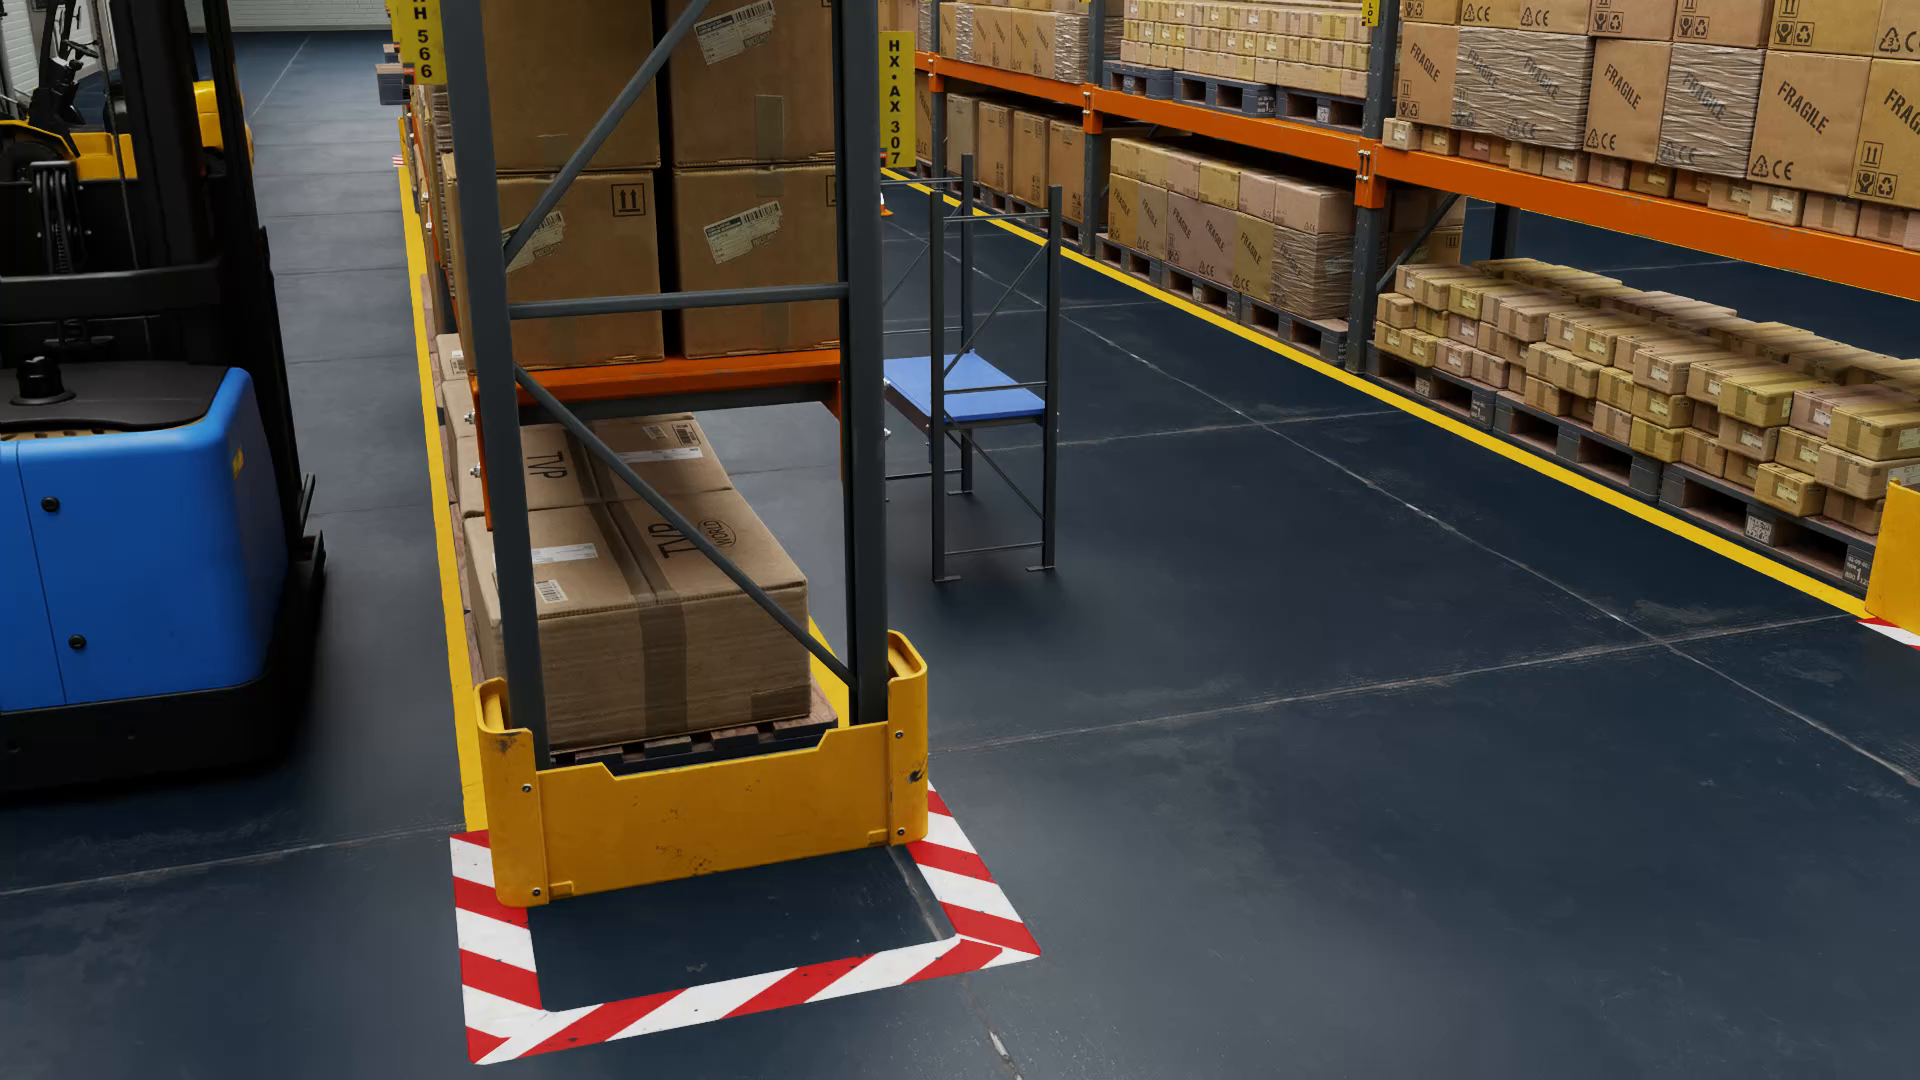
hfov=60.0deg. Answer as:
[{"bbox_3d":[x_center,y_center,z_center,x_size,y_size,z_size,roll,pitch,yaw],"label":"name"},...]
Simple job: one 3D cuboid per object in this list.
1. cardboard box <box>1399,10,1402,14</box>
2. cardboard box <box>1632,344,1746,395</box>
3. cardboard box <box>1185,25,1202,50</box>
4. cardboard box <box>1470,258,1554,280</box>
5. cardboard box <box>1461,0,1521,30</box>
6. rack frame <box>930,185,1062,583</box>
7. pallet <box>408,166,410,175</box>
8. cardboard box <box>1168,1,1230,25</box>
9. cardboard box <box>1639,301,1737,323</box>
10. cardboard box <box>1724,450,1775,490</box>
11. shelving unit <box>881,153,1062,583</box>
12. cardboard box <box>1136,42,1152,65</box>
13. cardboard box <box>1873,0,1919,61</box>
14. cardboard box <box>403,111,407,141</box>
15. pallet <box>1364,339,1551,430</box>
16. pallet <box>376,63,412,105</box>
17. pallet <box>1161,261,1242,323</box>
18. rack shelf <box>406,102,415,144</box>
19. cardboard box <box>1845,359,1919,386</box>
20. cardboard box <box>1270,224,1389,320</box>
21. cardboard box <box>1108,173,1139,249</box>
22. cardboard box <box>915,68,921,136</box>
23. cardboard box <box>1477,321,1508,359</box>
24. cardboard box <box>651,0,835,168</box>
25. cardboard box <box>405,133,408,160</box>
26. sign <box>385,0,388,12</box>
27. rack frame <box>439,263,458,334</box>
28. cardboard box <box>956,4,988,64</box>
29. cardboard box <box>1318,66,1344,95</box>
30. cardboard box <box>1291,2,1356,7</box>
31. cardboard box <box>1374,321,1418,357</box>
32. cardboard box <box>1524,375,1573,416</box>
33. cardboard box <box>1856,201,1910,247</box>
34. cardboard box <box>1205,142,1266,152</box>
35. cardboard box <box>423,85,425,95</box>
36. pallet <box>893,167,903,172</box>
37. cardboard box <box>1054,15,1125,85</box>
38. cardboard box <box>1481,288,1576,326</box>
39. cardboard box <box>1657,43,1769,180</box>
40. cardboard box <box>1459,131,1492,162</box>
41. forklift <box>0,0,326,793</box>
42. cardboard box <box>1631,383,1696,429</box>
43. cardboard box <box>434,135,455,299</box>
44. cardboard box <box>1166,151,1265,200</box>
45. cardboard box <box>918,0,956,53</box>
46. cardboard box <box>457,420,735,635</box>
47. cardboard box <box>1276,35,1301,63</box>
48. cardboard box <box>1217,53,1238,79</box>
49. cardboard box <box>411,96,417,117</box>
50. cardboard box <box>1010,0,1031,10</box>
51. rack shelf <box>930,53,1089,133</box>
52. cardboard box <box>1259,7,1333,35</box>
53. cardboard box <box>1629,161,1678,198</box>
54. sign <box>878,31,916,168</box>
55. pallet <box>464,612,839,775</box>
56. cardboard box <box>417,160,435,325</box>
[{"bbox_3d":[2.864,-3.131,10.068,0.380,0.149,0.250,-6,21,-17],"label":"cardboard box"},{"bbox_3d":[3.188,-0.747,7.275,0.380,0.149,0.250,-6,21,-15],"label":"cardboard box"},{"bbox_3d":[1.758,-3.419,11.308,0.380,0.149,0.250,-6,21,-17],"label":"cardboard box"},{"bbox_3d":[3.081,-1.475,9.301,0.380,0.149,0.250,-6,21,-16],"label":"cardboard box"},{"bbox_3d":[2.810,-2.748,8.062,0.500,0.500,0.500,-7,21,-19],"label":"cardboard box"},{"bbox_3d":[0.133,-0.570,6.285,0.500,1.500,0.032,-6,21,-17],"label":"rack frame"},{"bbox_3d":[-5.471,-4.117,18.065,1.003,0.211,1.213,-6,21,-17],"label":"pallet"},{"bbox_3d":[1.669,-3.649,11.509,0.380,0.149,0.250,-7,21,-19],"label":"cardboard box"},{"bbox_3d":[3.561,-1.064,8.157,0.380,0.149,0.250,-7,21,-19],"label":"cardboard box"},{"bbox_3d":[3.438,-0.310,6.939,0.380,0.149,0.250,-6,21,-17],"label":"cardboard box"},{"bbox_3d":[-0.027,-0.733,6.739,0.538,1.500,1.048,-6,21,-17],"label":"shelving unit"},{"bbox_3d":[1.498,-3.537,12.078,0.380,0.149,0.250,-5,20,-15],"label":"cardboard box"},{"bbox_3d":[3.600,-1.920,5.757,0.500,0.500,0.500,-7,21,-18],"label":"cardboard box"},{"bbox_3d":[-5.399,-4.349,16.925,0.500,0.500,0.500,-6,21,-16],"label":"cardboard box"},{"bbox_3d":[2.967,-0.901,9.113,1.003,0.211,1.213,-6,21,-17],"label":"pallet"},{"bbox_3d":[-3.527,-3.278,11.888,1.213,0.211,1.003,-6,21,-17],"label":"pallet"},{"bbox_3d":[2.089,-1.755,11.490,1.003,0.211,1.213,-6,21,-17],"label":"pallet"},{"bbox_3d":[-3.831,-3.454,13.159,1.077,0.370,4.000,-6,21,-17],"label":"rack shelf"},{"bbox_3d":[3.979,-0.652,7.010,0.380,0.149,0.250,-6,21,-17],"label":"cardboard box"},{"bbox_3d":[2.251,-1.657,10.170,0.500,0.500,0.500,-7,21,-18],"label":"cardboard box"},{"bbox_3d":[1.445,-2.476,12.449,0.500,0.500,0.500,-7,21,-20],"label":"cardboard box"},{"bbox_3d":[-0.210,-4.688,18.054,0.875,0.875,0.875,-6,21,-17],"label":"cardboard box"},{"bbox_3d":[2.890,-1.038,8.525,0.380,0.149,0.250,-7,21,-20],"label":"cardboard box"},{"bbox_3d":[-0.568,-1.285,4.430,0.500,0.500,0.500,-7,21,-18],"label":"cardboard box"},{"bbox_3d":[-5.573,-4.169,17.531,0.500,0.250,0.500,-6,21,-15],"label":"cardboard box"},{"bbox_3d":[-4.972,-4.782,14.511,0.100,0.325,0.005,-6,21,-17],"label":"sign"},{"bbox_3d":[-1.945,-1.867,7.677,1.000,3.000,0.127,-6,21,-17],"label":"rack frame"},{"bbox_3d":[0.277,-4.680,15.362,0.500,0.500,0.500,-6,21,-17],"label":"cardboard box"},{"bbox_3d":[2.327,-2.694,9.731,0.380,0.149,0.250,-6,21,-17],"label":"cardboard box"},{"bbox_3d":[2.459,-3.545,11.218,0.380,0.149,0.250,-5,20,-15],"label":"cardboard box"},{"bbox_3d":[2.532,-1.130,9.222,0.380,0.149,0.250,-7,21,-20],"label":"cardboard box"},{"bbox_3d":[2.978,-0.718,8.075,0.380,0.149,0.250,-7,21,-19],"label":"cardboard box"},{"bbox_3d":[3.566,-1.182,6.141,0.380,0.149,0.250,-6,21,-17],"label":"cardboard box"},{"bbox_3d":[2.098,-2.731,12.049,0.500,0.250,0.500,-6,21,-16],"label":"cardboard box"},{"bbox_3d":[-1.722,-1.878,6.080,0.500,0.500,0.500,-6,21,-16],"label":"cardboard box"},{"bbox_3d":[-0.344,-4.325,18.645,1.003,0.211,1.213,-6,21,-17],"label":"pallet"},{"bbox_3d":[1.069,-3.872,13.111,0.500,0.500,0.500,-6,21,-17],"label":"cardboard box"},{"bbox_3d":[2.894,-1.177,8.472,0.380,0.149,0.250,-7,21,-19],"label":"cardboard box"},{"bbox_3d":[3.269,-1.773,6.828,0.500,0.500,0.500,-6,21,-17],"label":"cardboard box"},{"bbox_3d":[2.786,-2.026,8.493,0.380,0.149,0.250,-7,21,-20],"label":"cardboard box"},{"bbox_3d":[-2.951,-1.106,5.660,1.130,2.935,3.031,-6,21,-16],"label":"forklift"},{"bbox_3d":[3.203,-0.608,7.328,0.380,0.149,0.250,-6,21,-16],"label":"cardboard box"},{"bbox_3d":[-1.405,-1.084,5.349,0.500,0.500,0.500,-6,21,-16],"label":"cardboard box"},{"bbox_3d":[1.755,-2.513,11.443,0.500,0.250,0.500,-6,21,-17],"label":"cardboard box"},{"bbox_3d":[0.081,-5.180,16.680,0.875,0.550,0.550,-6,21,-17],"label":"cardboard box"},{"bbox_3d":[-1.286,-0.069,5.841,0.875,0.438,0.875,-6,21,-16],"label":"cardboard box"},{"bbox_3d":[2.160,-3.003,10.150,0.380,0.149,0.250,-7,21,-19],"label":"cardboard box"},{"bbox_3d":[1.913,-3.114,10.900,0.380,0.149,0.250,-7,21,-19],"label":"cardboard box"},{"bbox_3d":[-3.287,-2.896,10.764,0.500,0.250,0.500,-7,21,-18],"label":"cardboard box"},{"bbox_3d":[0.849,-4.862,14.389,0.700,0.500,0.500,-7,21,-18],"label":"cardboard box"},{"bbox_3d":[0.836,-4.012,14.714,1.077,0.370,4.000,-6,21,-17],"label":"rack shelf"},{"bbox_3d":[2.090,-3.226,10.330,0.380,0.149,0.250,-7,21,-19],"label":"cardboard box"},{"bbox_3d":[3.189,-1.604,7.317,0.380,0.149,0.250,-6,21,-16],"label":"cardboard box"},{"bbox_3d":[-0.159,-1.085,4.102,0.100,0.325,0.005,-6,21,-17],"label":"sign"},{"bbox_3d":[-1.013,0.481,5.266,1.003,0.211,1.213,-6,21,-17],"label":"pallet"},{"bbox_3d":[-2.788,-1.831,10.099,0.875,0.875,0.875,-6,21,-17],"label":"cardboard box"}]
